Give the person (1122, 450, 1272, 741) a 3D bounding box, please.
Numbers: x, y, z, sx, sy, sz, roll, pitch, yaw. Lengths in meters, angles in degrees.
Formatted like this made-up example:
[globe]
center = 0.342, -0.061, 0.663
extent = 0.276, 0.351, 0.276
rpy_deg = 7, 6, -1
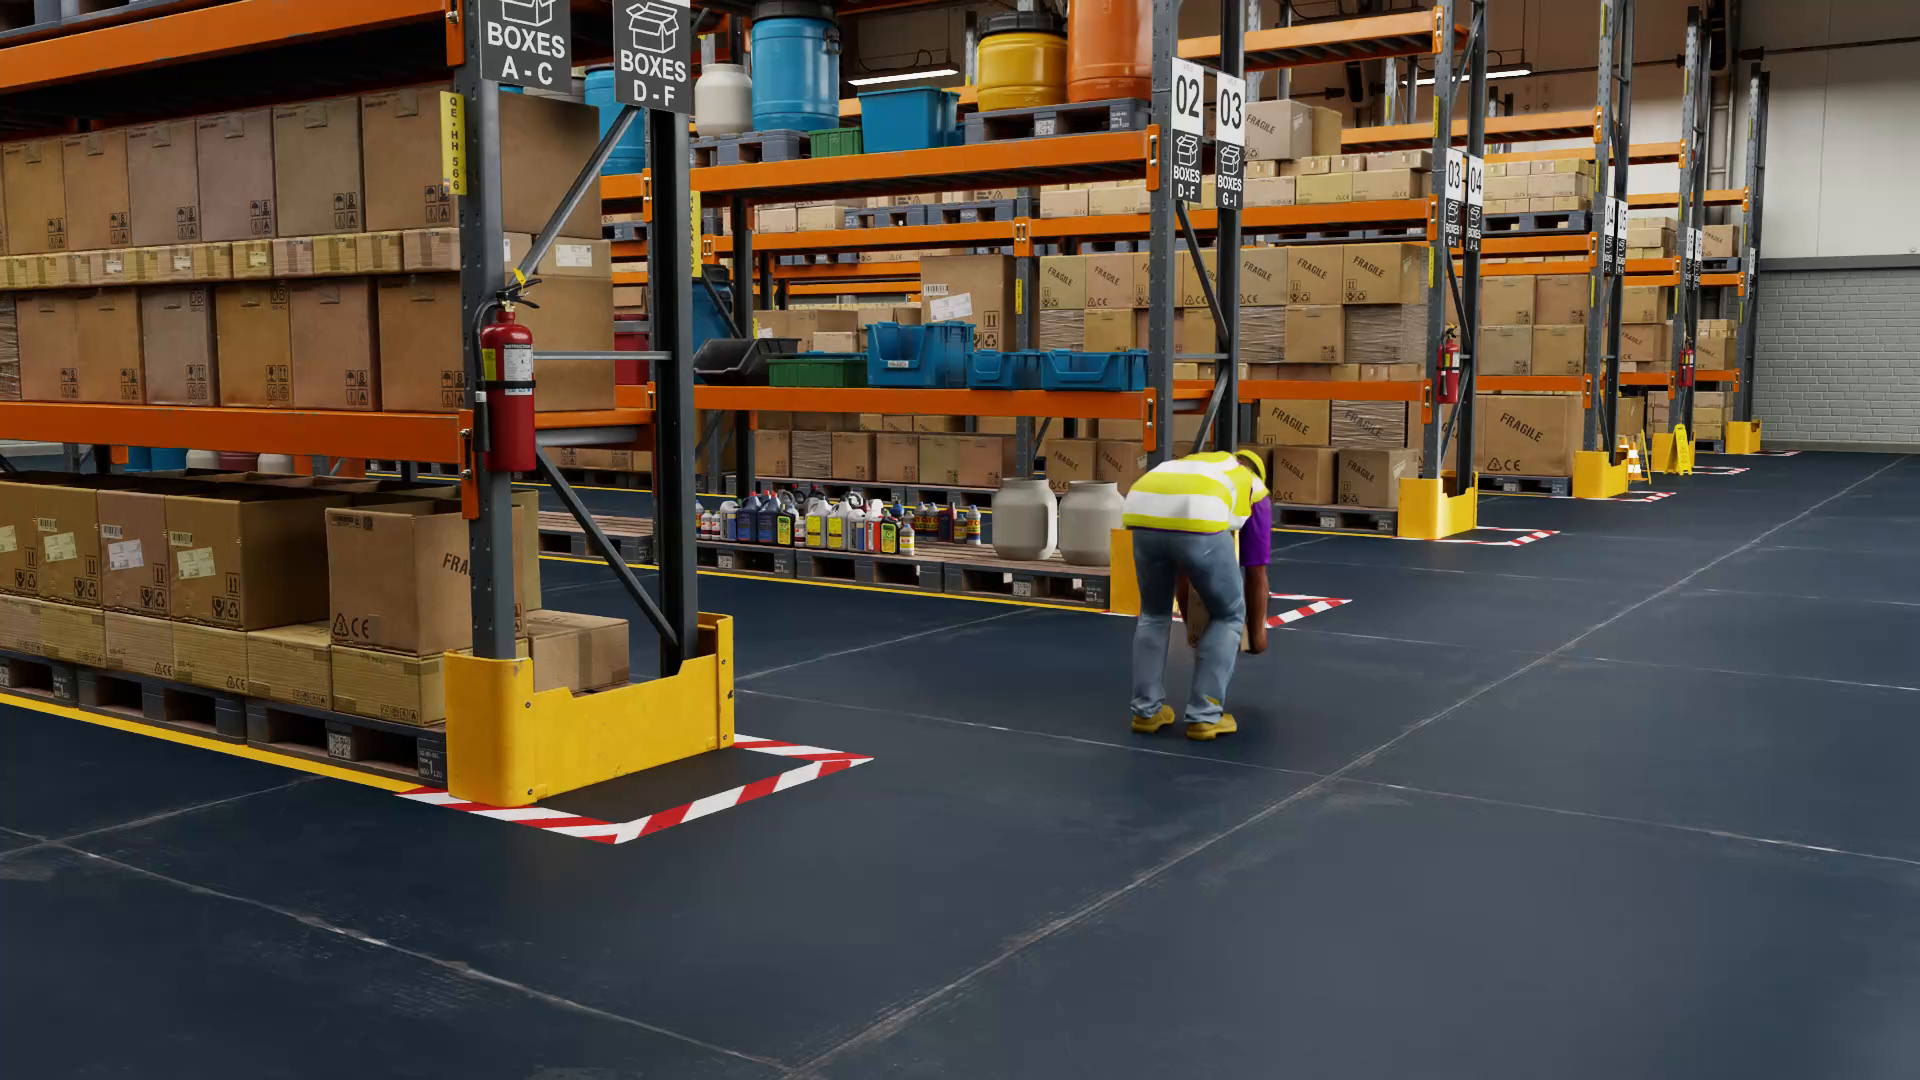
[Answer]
[person]
center = 1.013, 0.193, 6.866
extent = 0.477, 1.119, 0.979
rpy_deg = 4, 7, 31
